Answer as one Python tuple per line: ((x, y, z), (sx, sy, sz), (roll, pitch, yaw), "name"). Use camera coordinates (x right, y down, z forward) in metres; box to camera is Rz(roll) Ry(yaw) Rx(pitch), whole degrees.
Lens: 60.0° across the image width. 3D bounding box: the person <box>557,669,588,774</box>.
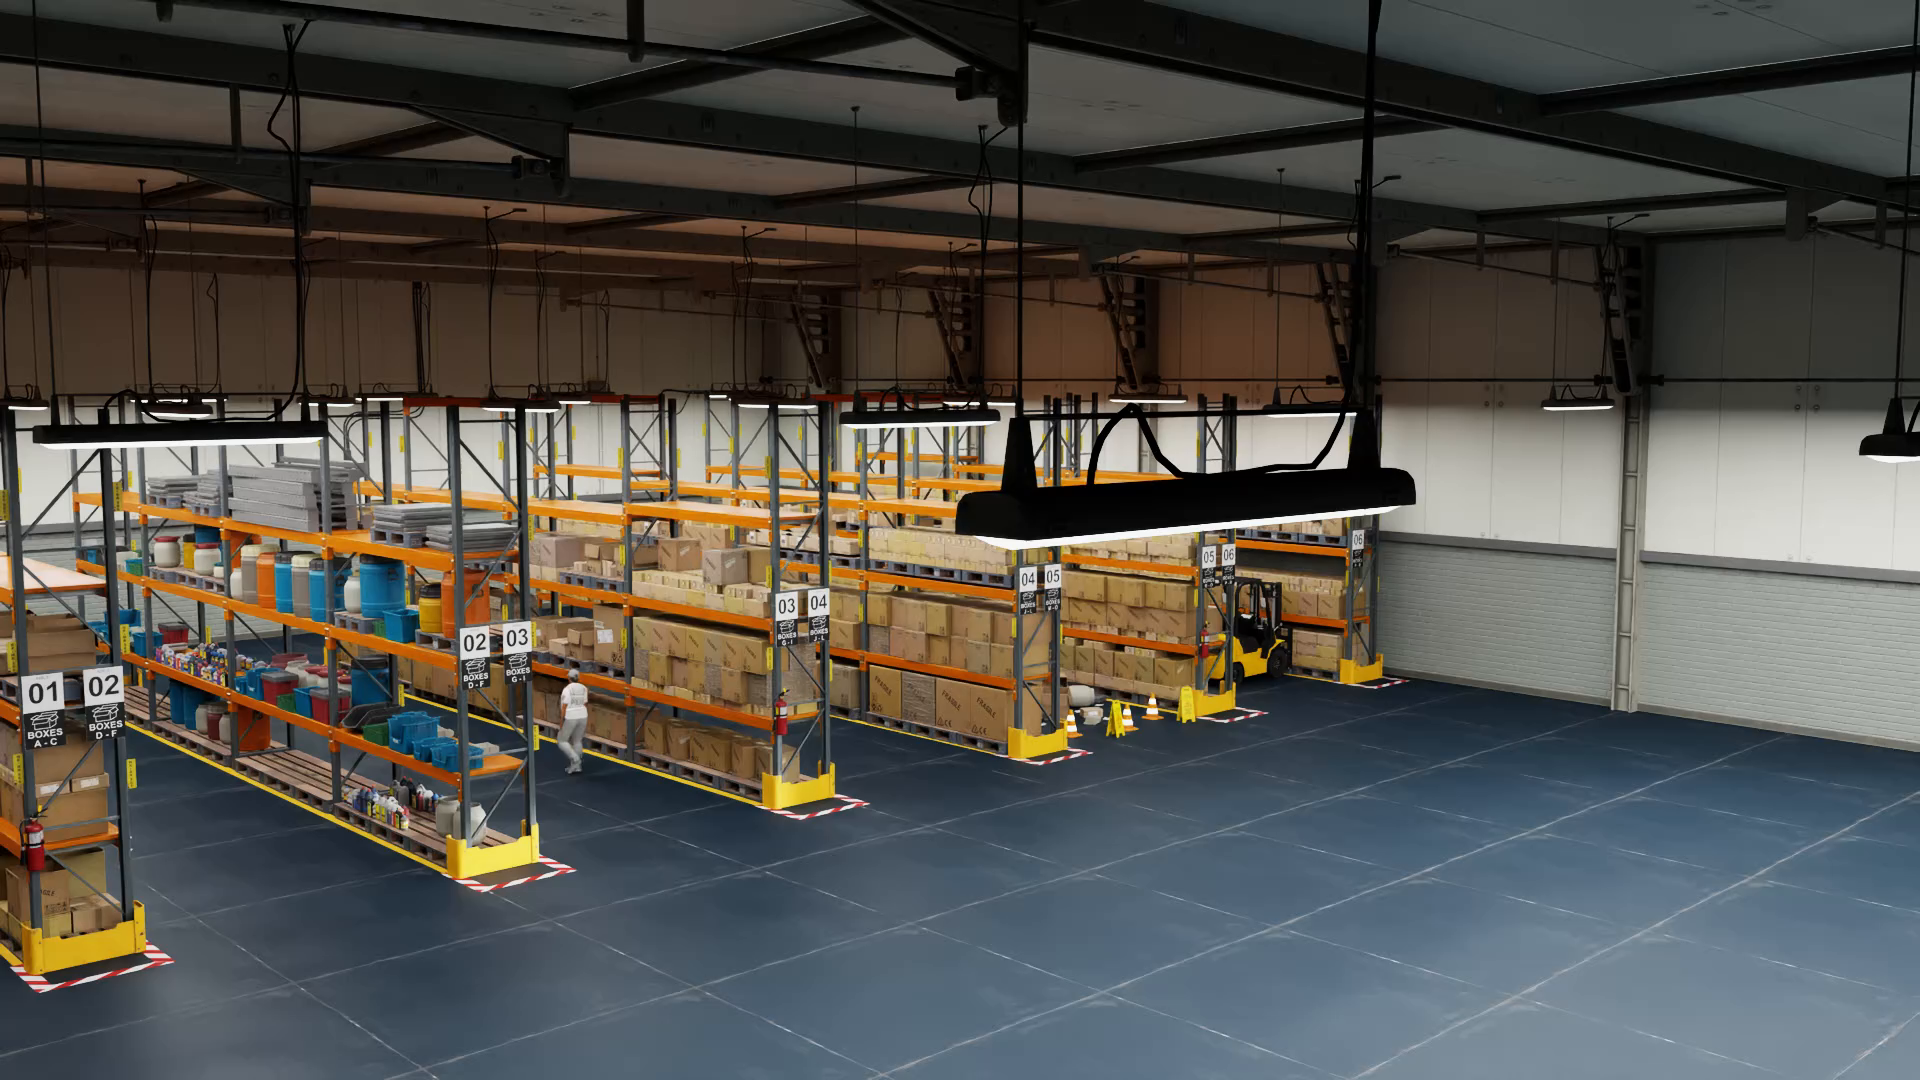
((-6.188, 2.914, 26.729), (0.494, 1.664, 0.512), (5, 7, 39), "person")
